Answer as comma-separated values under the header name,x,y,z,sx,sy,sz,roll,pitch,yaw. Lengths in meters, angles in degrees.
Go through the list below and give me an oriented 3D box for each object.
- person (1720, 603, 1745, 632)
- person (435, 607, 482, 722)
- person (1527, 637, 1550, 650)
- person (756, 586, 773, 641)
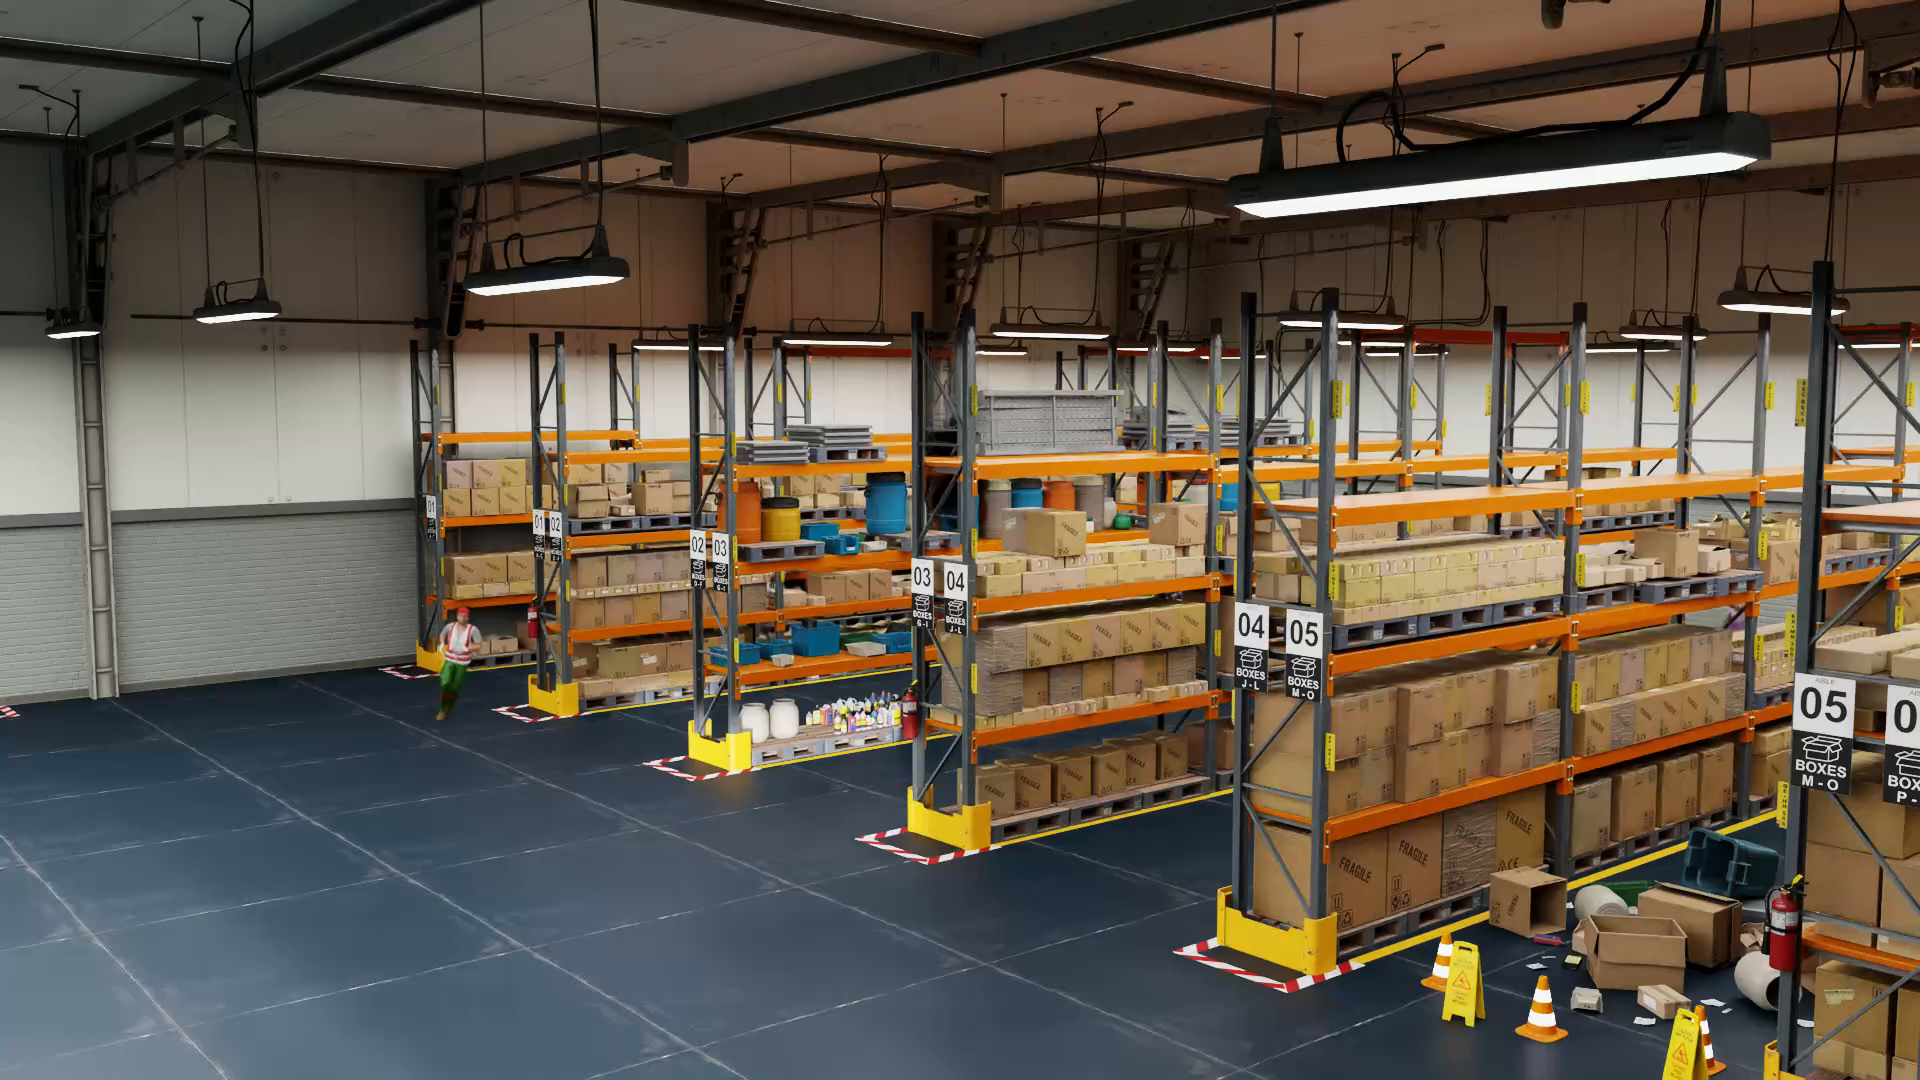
name,x,y,z,sx,sy,sz,roll,pitch,yaw
person,13.538,1.739,28.985,0.544,1.533,0.525,-1,5,-14
person,-7.785,1.914,25.864,0.721,1.795,0.673,-1,5,-8
person,8.202,2.100,23.511,0.972,1.747,0.709,-5,7,-43
person,-3.810,1.418,30.830,0.957,1.788,0.694,-5,7,-41
